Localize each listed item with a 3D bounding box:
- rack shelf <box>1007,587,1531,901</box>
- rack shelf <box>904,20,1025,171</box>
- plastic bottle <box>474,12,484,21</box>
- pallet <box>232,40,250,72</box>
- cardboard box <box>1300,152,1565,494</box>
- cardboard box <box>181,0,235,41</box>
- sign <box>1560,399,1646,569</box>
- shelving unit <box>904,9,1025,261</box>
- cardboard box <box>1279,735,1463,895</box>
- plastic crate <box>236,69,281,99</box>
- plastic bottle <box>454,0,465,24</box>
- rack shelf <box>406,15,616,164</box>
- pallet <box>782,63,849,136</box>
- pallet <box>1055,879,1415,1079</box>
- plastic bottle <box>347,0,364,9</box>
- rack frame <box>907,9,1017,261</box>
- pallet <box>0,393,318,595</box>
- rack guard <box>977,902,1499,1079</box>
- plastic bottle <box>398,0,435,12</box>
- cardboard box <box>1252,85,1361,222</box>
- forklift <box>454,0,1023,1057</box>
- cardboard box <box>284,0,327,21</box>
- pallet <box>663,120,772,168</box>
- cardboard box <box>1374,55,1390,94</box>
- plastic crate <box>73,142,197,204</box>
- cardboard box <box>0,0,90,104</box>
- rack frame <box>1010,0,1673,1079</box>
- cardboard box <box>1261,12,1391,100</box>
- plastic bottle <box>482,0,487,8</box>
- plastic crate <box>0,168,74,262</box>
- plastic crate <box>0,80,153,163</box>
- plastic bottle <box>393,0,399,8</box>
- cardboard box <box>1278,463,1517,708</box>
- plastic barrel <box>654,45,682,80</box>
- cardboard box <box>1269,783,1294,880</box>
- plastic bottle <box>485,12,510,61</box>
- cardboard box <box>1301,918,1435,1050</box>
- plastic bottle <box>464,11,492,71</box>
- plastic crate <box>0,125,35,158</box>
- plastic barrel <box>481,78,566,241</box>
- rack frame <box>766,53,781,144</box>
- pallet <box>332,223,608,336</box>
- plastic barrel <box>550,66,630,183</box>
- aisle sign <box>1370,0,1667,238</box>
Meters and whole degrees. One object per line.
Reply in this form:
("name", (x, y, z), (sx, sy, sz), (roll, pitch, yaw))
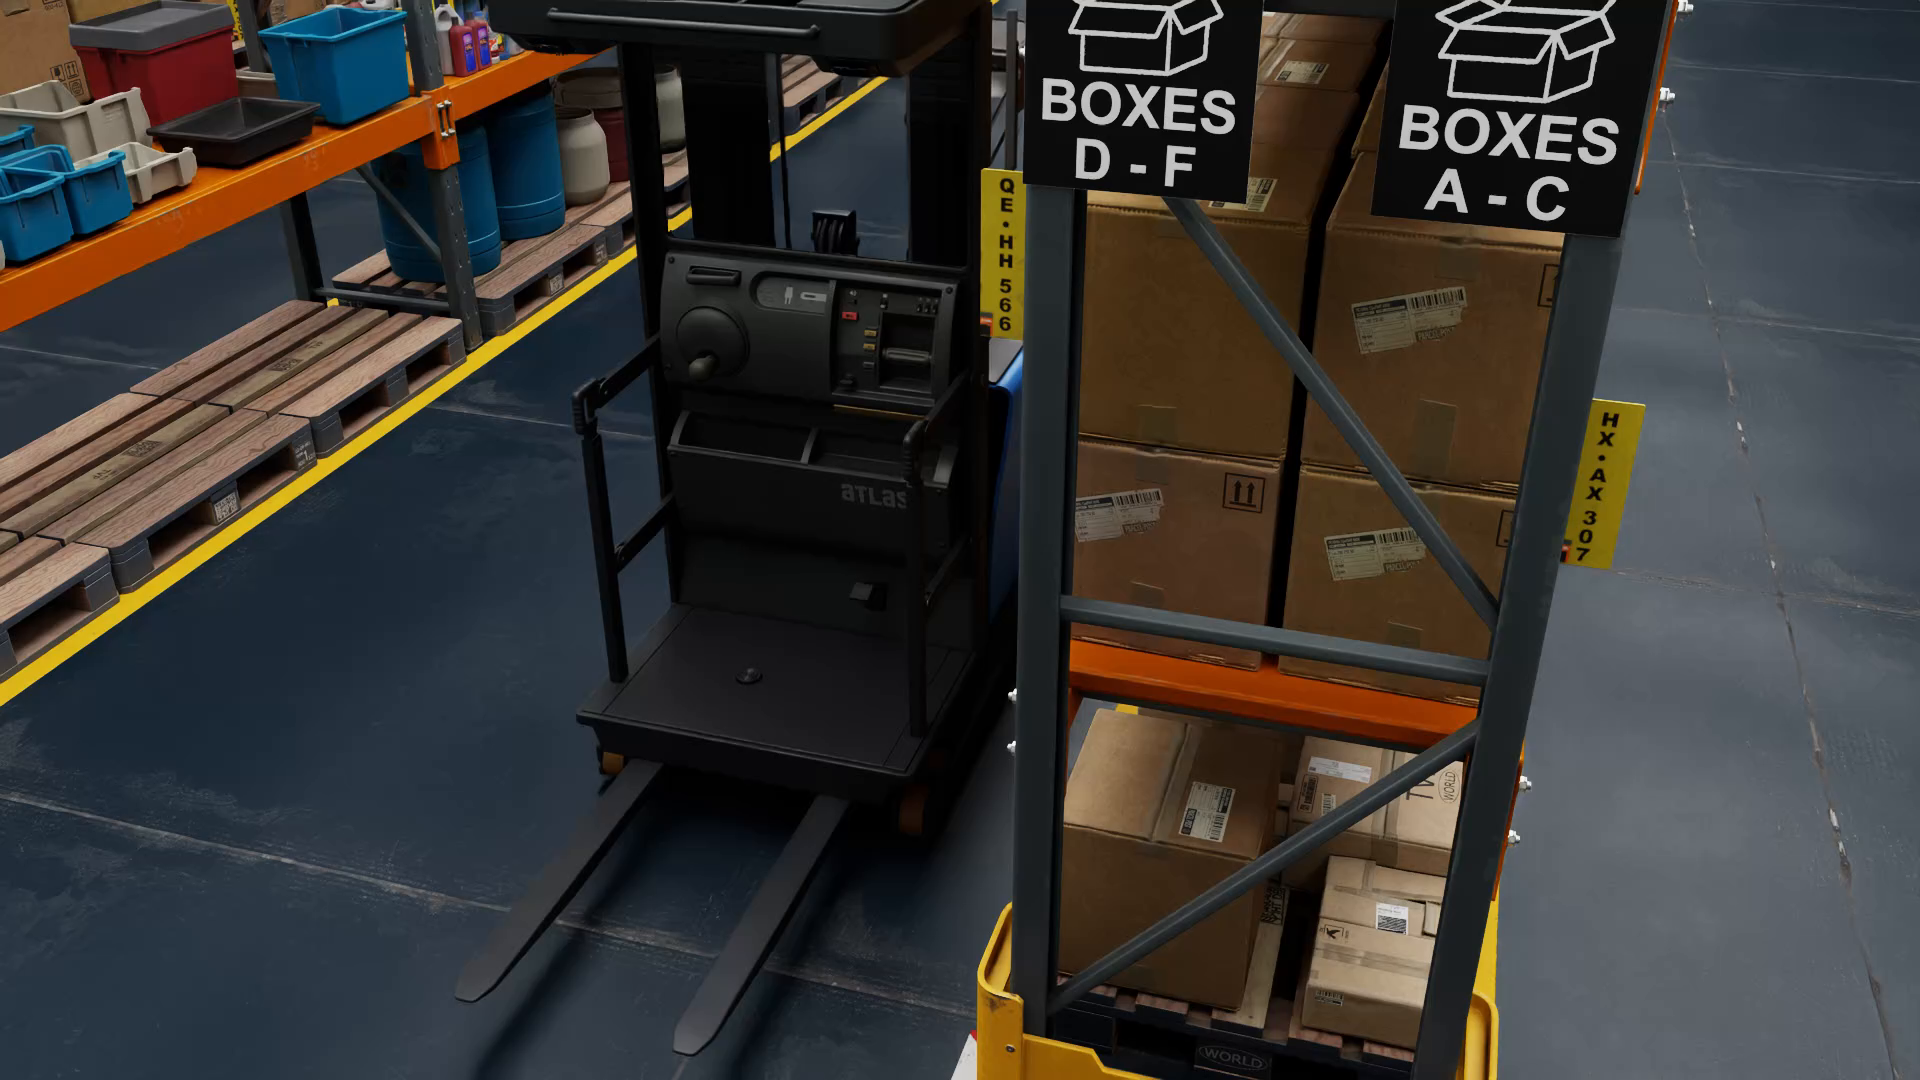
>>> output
("rack shelf", (1.199, -0.411, 5.142), (1.077, 0.370, 4.000), (8, 30, 15))
("rack shelf", (0.075, -1.637, 6.120), (0.431, 0.518, 0.480), (8, 30, 15))
("plastic bottle", (-2.466, -2.616, 8.571), (0.097, 0.201, 0.097), (0, 29, 0))
("pallet", (-6.278, -4.073, 13.854), (1.003, 0.211, 1.213), (8, 30, 15))
("cardboard box", (0.994, -0.445, 3.332), (0.500, 0.500, 0.500), (9, 30, 16))
("cardboard box", (-6.332, -4.343, 13.590), (0.700, 0.500, 0.500), (7, 30, 12))
("sign", (1.130, -0.096, 2.947), (0.100, 0.325, 0.005), (8, 30, 15))
("shelving unit", (0.075, -1.037, 6.454), (0.431, 2.100, 0.503), (8, 30, 15))
("cardboard box", (1.189, 0.769, 4.657), (0.500, 0.250, 0.500), (8, 30, 15))
("plastic crate", (-3.222, -2.078, 7.609), (0.396, 0.136, 0.243), (8, 30, 15))
("plastic bottle", (-2.762, -2.931, 9.065), (0.097, 0.271, 0.097), (0, 29, 0))
("rack shelf", (-2.361, -2.978, 9.758), (1.077, 0.370, 4.000), (8, 30, 15))
("pallet", (-1.510, -3.358, 12.569), (1.003, 0.211, 1.213), (8, 30, 15))
("pallet", (0.867, 1.017, 4.704), (1.003, 0.211, 1.213), (8, 30, 15))
("plastic bottle", (-3.118, -2.655, 8.558), (0.061, 0.283, 0.133), (8, 30, 15))
("rack frame", (0.004, -0.924, 6.250), (0.400, 2.100, 0.015), (8, 30, 15))
("pallet", (-3.483, -0.228, 6.943), (1.003, 0.211, 1.213), (8, 30, 15))
("rack guard", (0.634, 1.262, 3.968), (1.175, 0.500, 0.348), (8, 30, 15))
("plastic bottle", (-2.854, -2.795, 8.739), (0.144, 0.351, 0.185), (8, 30, 15))
("cardboard box", (0.627, -0.757, 3.894), (0.500, 0.500, 0.500), (9, 30, 16))
("forklift", (-0.521, -0.584, 4.785), (1.130, 2.935, 3.031), (8, 30, 15))
("cardboard box", (-6.021, -4.867, 14.532), (0.700, 0.500, 0.500), (11, 31, 19))
("pallet", (-1.966, -2.631, 11.262), (1.003, 0.211, 1.213), (8, 30, 15))
("cardboard box", (1.292, -0.921, 4.188), (0.500, 0.500, 0.500), (9, 30, 16))
("plastic crate", (-3.172, -1.422, 6.430), (0.293, 0.136, 0.466), (8, 30, 15))
("cardboard box", (-7.001, -3.453, 11.625), (1.225, 0.875, 0.875), (9, 30, 15))
("rack frame", (0.615, 0.205, 3.296), (0.949, 2.616, 0.053), (8, 30, 15))
("cardboard box", (0.925, -1.237, 4.757), (0.500, 0.500, 0.500), (9, 30, 16))
("plastic bottle", (-2.654, -3.101, 9.372), (0.097, 0.271, 0.097), (0, 29, 0))
("plastic crate", (-3.349, -1.137, 5.818), (0.416, 0.233, 0.300), (8, 30, 15))
("plastic crate", (-3.573, -1.654, 6.698), (0.437, 0.282, 0.530), (8, 30, 15))
("plastic bottle", (-2.991, -2.815, 8.776), (0.144, 0.351, 0.185), (8, 30, 15))
("cardboard box", (0.994, -0.008, 3.576), (0.500, 0.500, 0.500), (9, 30, 16))
("plastic barrel", (-1.902, -3.227, 11.266), (0.600, 0.830, 0.708), (8, 30, 15))
("cardboard box", (0.741, 0.787, 4.711), (0.380, 0.166, 0.250), (8, 30, 15))
("plastic bottle", (-2.349, -2.580, 8.434), (0.097, 0.271, 0.097), (0, 29, 0))
("cardboard box", (1.063, 1.113, 4.145), (0.380, 0.149, 0.250), (8, 30, 15))
("plastic bottle", (-2.394, -2.483, 8.249), (0.061, 0.283, 0.133), (8, 30, 15))
("plastic crate", (-3.765, -1.448, 6.378), (0.416, 0.233, 0.300), (8, 30, 15))
("plastic barrel", (-2.565, -2.209, 9.362), (0.600, 0.901, 0.708), (8, 30, 15))
("rack frame", (-1.774, -4.222, 11.254), (1.000, 3.000, 0.127), (8, 30, 15))
("pallet", (-2.682, -1.497, 9.224), (1.003, 0.211, 1.213), (8, 30, 15))
("plastic barrel", (-2.233, -2.597, 10.381), (0.600, 0.588, 0.708), (8, 30, 15))
("aisle sign", (0.872, -0.858, 2.532), (0.394, 0.787, 0.004), (8, 30, 15))
